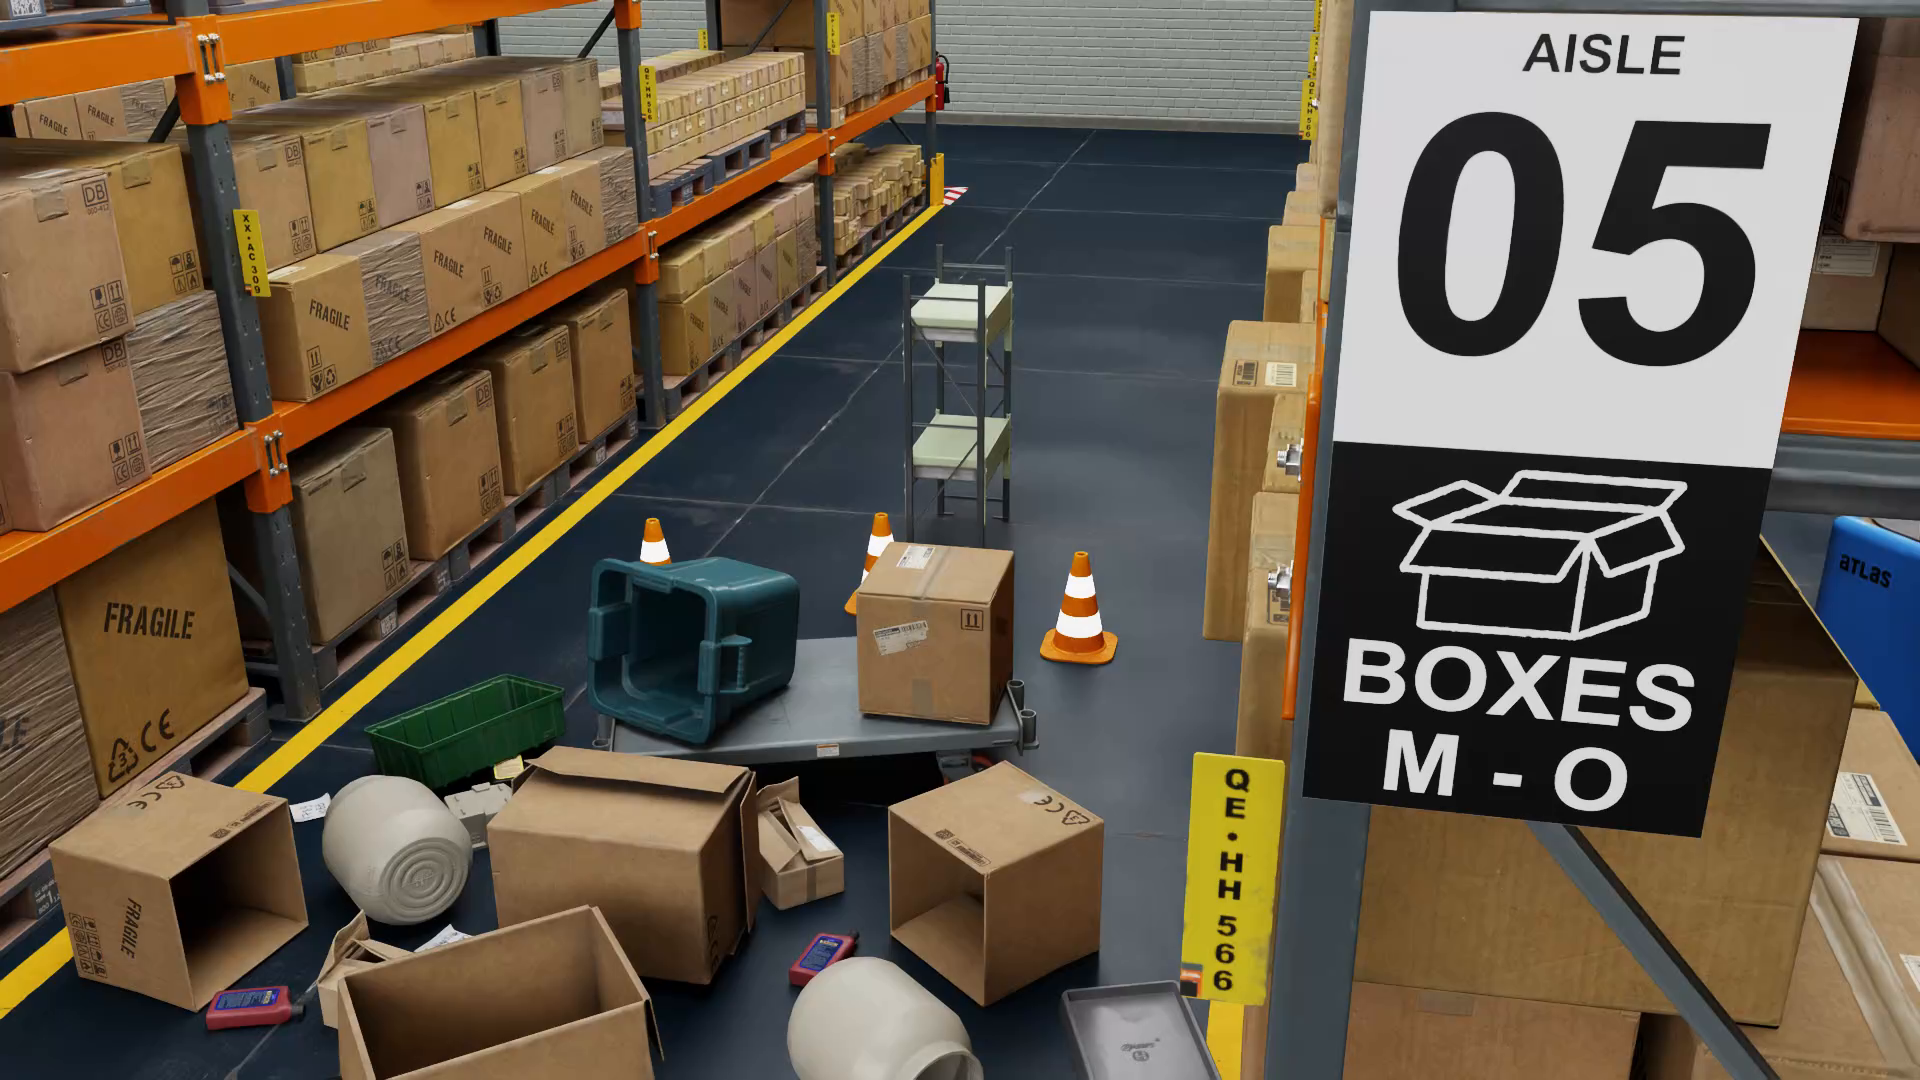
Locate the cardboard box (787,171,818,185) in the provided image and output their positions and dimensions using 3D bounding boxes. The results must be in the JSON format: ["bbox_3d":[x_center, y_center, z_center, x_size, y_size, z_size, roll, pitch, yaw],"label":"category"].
[{"bbox_3d":[-1.558,-3.386,15.703,0.380,0.149,0.250,4,22,9],"label":"cardboard box"}]

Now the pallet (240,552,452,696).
[{"bbox_3d":[-3.119,0.326,7.761,1.003,0.211,1.213,4,22,11],"label":"pallet"}]

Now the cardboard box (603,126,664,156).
[{"bbox_3d":[-2.091,-2.520,10.471,0.380,0.149,0.250,5,23,13],"label":"cardboard box"}]

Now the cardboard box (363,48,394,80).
[{"bbox_3d":[-5.846,-4.612,16.092,0.500,0.250,0.500,5,22,12],"label":"cardboard box"}]

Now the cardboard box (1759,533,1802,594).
[{"bbox_3d":[1.517,0.225,3.748,0.500,0.500,0.500,4,22,10],"label":"cardboard box"}]

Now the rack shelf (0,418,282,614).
[{"bbox_3d":[-3.611,0.386,4.843,1.077,0.370,4.000,4,22,11],"label":"rack shelf"}]

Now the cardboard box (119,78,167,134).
[{"bbox_3d":[-6.548,-3.320,12.947,0.500,0.500,0.500,5,22,11],"label":"cardboard box"}]

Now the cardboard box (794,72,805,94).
[{"bbox_3d":[-1.458,-3.661,13.304,0.380,0.149,0.250,5,23,13],"label":"cardboard box"}]

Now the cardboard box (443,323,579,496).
[{"bbox_3d":[-2.774,-0.758,9.169,1.050,0.750,0.750,5,22,12],"label":"cardboard box"}]

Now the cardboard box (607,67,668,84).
[{"bbox_3d":[-2.364,-3.377,12.202,0.380,0.149,0.250,5,23,13],"label":"cardboard box"}]

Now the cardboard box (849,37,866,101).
[{"bbox_3d":[-1.129,-4.133,14.568,0.500,0.500,0.500,4,22,11],"label":"cardboard box"}]

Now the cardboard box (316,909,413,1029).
[{"bbox_3d":[-1.750,1.358,5.126,0.396,0.266,0.258,8,23,20],"label":"cardboard box"}]

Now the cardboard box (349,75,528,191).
[{"bbox_3d":[-2.692,-2.116,8.620,0.700,0.500,0.500,4,22,10],"label":"cardboard box"}]

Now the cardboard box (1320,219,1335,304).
[{"bbox_3d":[0.665,-0.396,2.143,0.380,0.149,0.250,5,22,11],"label":"cardboard box"}]

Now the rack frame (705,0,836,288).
[{"bbox_3d":[-1.570,-3.605,13.790,1.000,3.000,0.127,4,22,11],"label":"rack frame"}]

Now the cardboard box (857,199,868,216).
[{"bbox_3d":[-1.068,-3.112,15.422,0.380,0.149,0.250,6,23,13],"label":"cardboard box"}]

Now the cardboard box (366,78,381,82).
[{"bbox_3d":[-5.809,-4.369,16.022,0.380,0.149,0.250,4,22,10],"label":"cardboard box"}]

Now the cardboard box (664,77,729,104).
[{"bbox_3d":[-1.836,-3.131,11.591,0.380,0.149,0.250,5,23,13],"label":"cardboard box"}]

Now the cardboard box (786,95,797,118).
[{"bbox_3d":[-1.510,-3.428,13.124,0.380,0.149,0.250,5,22,11],"label":"cardboard box"}]

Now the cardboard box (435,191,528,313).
[{"bbox_3d":[-2.521,-1.450,8.306,0.500,0.500,0.500,5,22,12],"label":"cardboard box"}]

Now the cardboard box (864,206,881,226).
[{"bbox_3d":[-0.956,-3.064,15.700,0.380,0.149,0.250,4,22,9],"label":"cardboard box"}]

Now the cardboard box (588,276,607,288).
[{"bbox_3d":[-2.504,-1.795,11.076,0.500,0.250,0.500,4,22,10],"label":"cardboard box"}]

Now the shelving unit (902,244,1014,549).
[{"bbox_3d":[-0.001,-0.693,8.567,0.431,1.500,0.755,4,22,11],"label":"shelving unit"}]

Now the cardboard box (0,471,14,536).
[{"bbox_3d":[-3.582,-0.222,5.188,0.875,0.550,0.550,4,22,11],"label":"cardboard box"}]

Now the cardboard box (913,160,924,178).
[{"bbox_3d":[-0.582,-3.864,17.287,0.380,0.149,0.250,4,22,9],"label":"cardboard box"}]

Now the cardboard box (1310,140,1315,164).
[{"bbox_3d":[2.516,-2.537,10.670,0.500,0.250,0.500,4,22,10],"label":"cardboard box"}]

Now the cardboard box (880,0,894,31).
[{"bbox_3d":[-0.909,-4.960,15.283,0.500,0.500,0.500,4,22,9],"label":"cardboard box"}]

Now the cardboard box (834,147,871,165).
[{"bbox_3d":[-1.132,-3.941,17.080,0.380,0.149,0.250,5,22,12],"label":"cardboard box"}]

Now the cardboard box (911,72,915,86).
[{"bbox_3d":[-0.668,-4.630,16.670,0.380,0.149,0.250,4,22,10],"label":"cardboard box"}]

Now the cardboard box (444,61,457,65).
[{"bbox_3d":[-5.495,-4.933,17.422,0.380,0.149,0.250,5,22,12],"label":"cardboard box"}]

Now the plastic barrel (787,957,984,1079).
[{"bbox_3d":[-0.213,1.448,4.691,0.421,0.421,0.512,-16,27,-35],"label":"plastic barrel"}]

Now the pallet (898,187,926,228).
[{"bbox_3d":[-0.970,-3.452,17.143,1.003,0.211,1.213,4,22,11],"label":"pallet"}]

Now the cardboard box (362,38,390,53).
[{"bbox_3d":[-5.848,-4.962,15.958,0.500,0.500,0.500,4,22,9],"label":"cardboard box"}]

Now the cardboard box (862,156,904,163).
[{"bbox_3d":[-0.765,-3.722,16.537,0.380,0.149,0.250,4,22,9],"label":"cardboard box"}]

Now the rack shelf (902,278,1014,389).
[{"bbox_3d":[-0.001,-1.055,8.422,0.431,0.370,0.720,4,22,11],"label":"rack shelf"}]

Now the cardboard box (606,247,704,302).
[{"bbox_3d":[-2.009,-1.759,10.986,0.500,0.250,0.500,3,22,8],"label":"cardboard box"}]

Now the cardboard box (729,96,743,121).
[{"bbox_3d":[-1.779,-3.090,11.887,0.380,0.149,0.250,5,23,13],"label":"cardboard box"}]

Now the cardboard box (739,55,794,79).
[{"bbox_3d":[-1.515,-3.699,13.001,0.380,0.149,0.250,4,22,9],"label":"cardboard box"}]

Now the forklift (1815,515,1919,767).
[{"bbox_3d":[4.322,-0.035,5.018,1.130,2.935,3.031,-10,24,-22],"label":"forklift"}]

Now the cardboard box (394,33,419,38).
[{"bbox_3d":[-6.051,-5.206,17.567,0.500,0.250,0.500,4,22,10],"label":"cardboard box"}]

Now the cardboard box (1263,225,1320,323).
[{"bbox_3d":[1.107,-0.476,4.150,0.700,0.500,0.500,4,22,10],"label":"cardboard box"}]

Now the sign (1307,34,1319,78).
[{"bbox_3d":[2.753,-3.745,12.872,0.100,0.325,0.005,4,22,11],"label":"sign"}]

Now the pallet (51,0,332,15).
[{"bbox_3d":[-3.064,-2.321,6.842,0.805,0.209,1.217,4,22,9],"label":"pallet"}]

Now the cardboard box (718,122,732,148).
[{"bbox_3d":[-1.829,-2.854,11.698,0.380,0.149,0.250,5,22,12],"label":"cardboard box"}]

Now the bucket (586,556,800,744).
[{"bbox_3d":[-0.973,0.360,6.293,0.726,0.611,0.620,13,15,29],"label":"bucket"}]

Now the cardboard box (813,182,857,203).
[{"bbox_3d":[-1.149,-3.153,15.125,0.380,0.149,0.250,4,22,10],"label":"cardboard box"}]

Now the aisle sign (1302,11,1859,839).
[{"bbox_3d":[0.551,-0.081,1.560,0.394,0.787,0.004,4,22,11],"label":"aisle sign"}]

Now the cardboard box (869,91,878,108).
[{"bbox_3d":[-0.971,-4.052,15.237,0.380,0.149,0.250,5,23,13],"label":"cardboard box"}]

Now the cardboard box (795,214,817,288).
[{"bbox_3d":[-1.475,-2.350,13.458,0.500,0.500,0.500,4,22,10],"label":"cardboard box"}]

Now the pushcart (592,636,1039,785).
[{"bbox_3d":[-0.578,0.722,6.556,1.648,0.377,0.936,-3,22,-8],"label":"pushcart"}]

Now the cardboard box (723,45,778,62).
[{"bbox_3d":[-1.748,-3.988,14.208,0.500,0.500,0.500,4,22,11],"label":"cardboard box"}]
